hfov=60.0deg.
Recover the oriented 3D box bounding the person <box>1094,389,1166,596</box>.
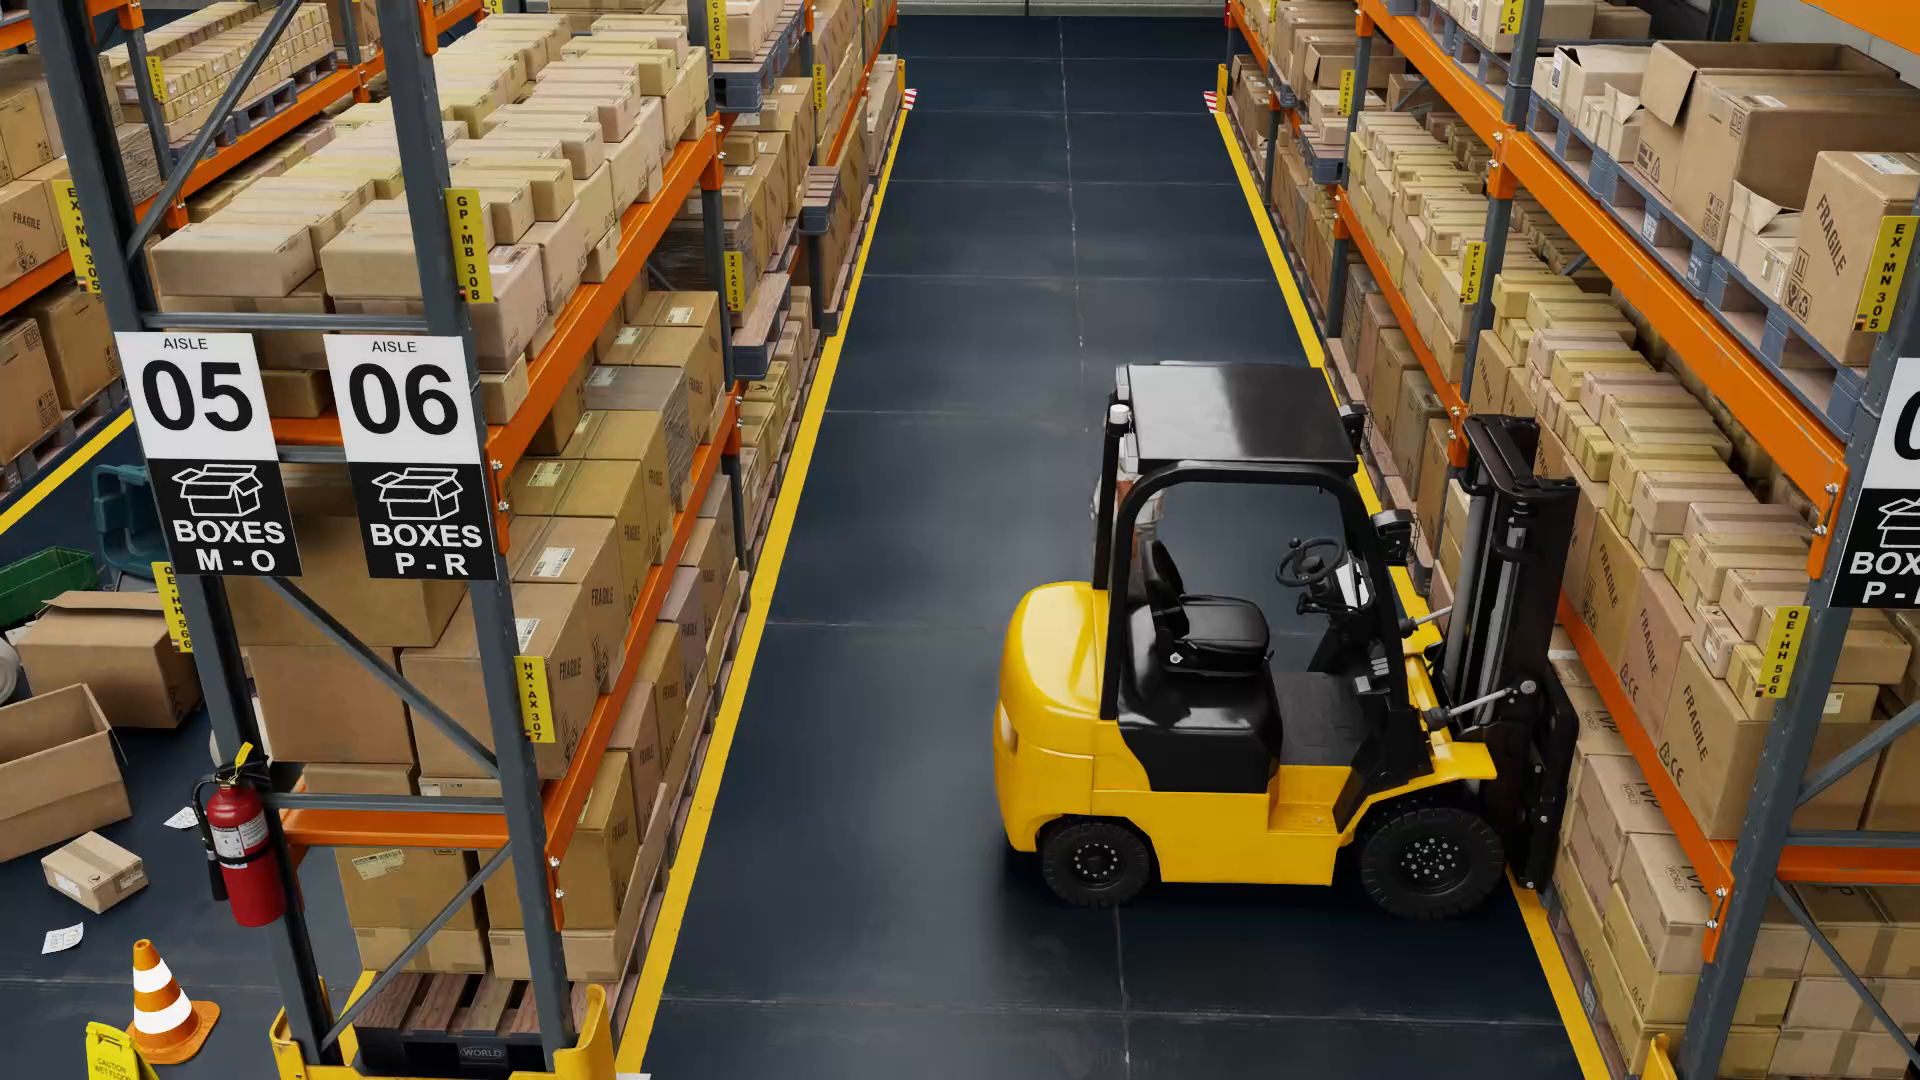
[{"bbox_3d":[0.913,-0.108,8.847,0.405,1.698,0.501,1,28,2],"label":"person"}]
